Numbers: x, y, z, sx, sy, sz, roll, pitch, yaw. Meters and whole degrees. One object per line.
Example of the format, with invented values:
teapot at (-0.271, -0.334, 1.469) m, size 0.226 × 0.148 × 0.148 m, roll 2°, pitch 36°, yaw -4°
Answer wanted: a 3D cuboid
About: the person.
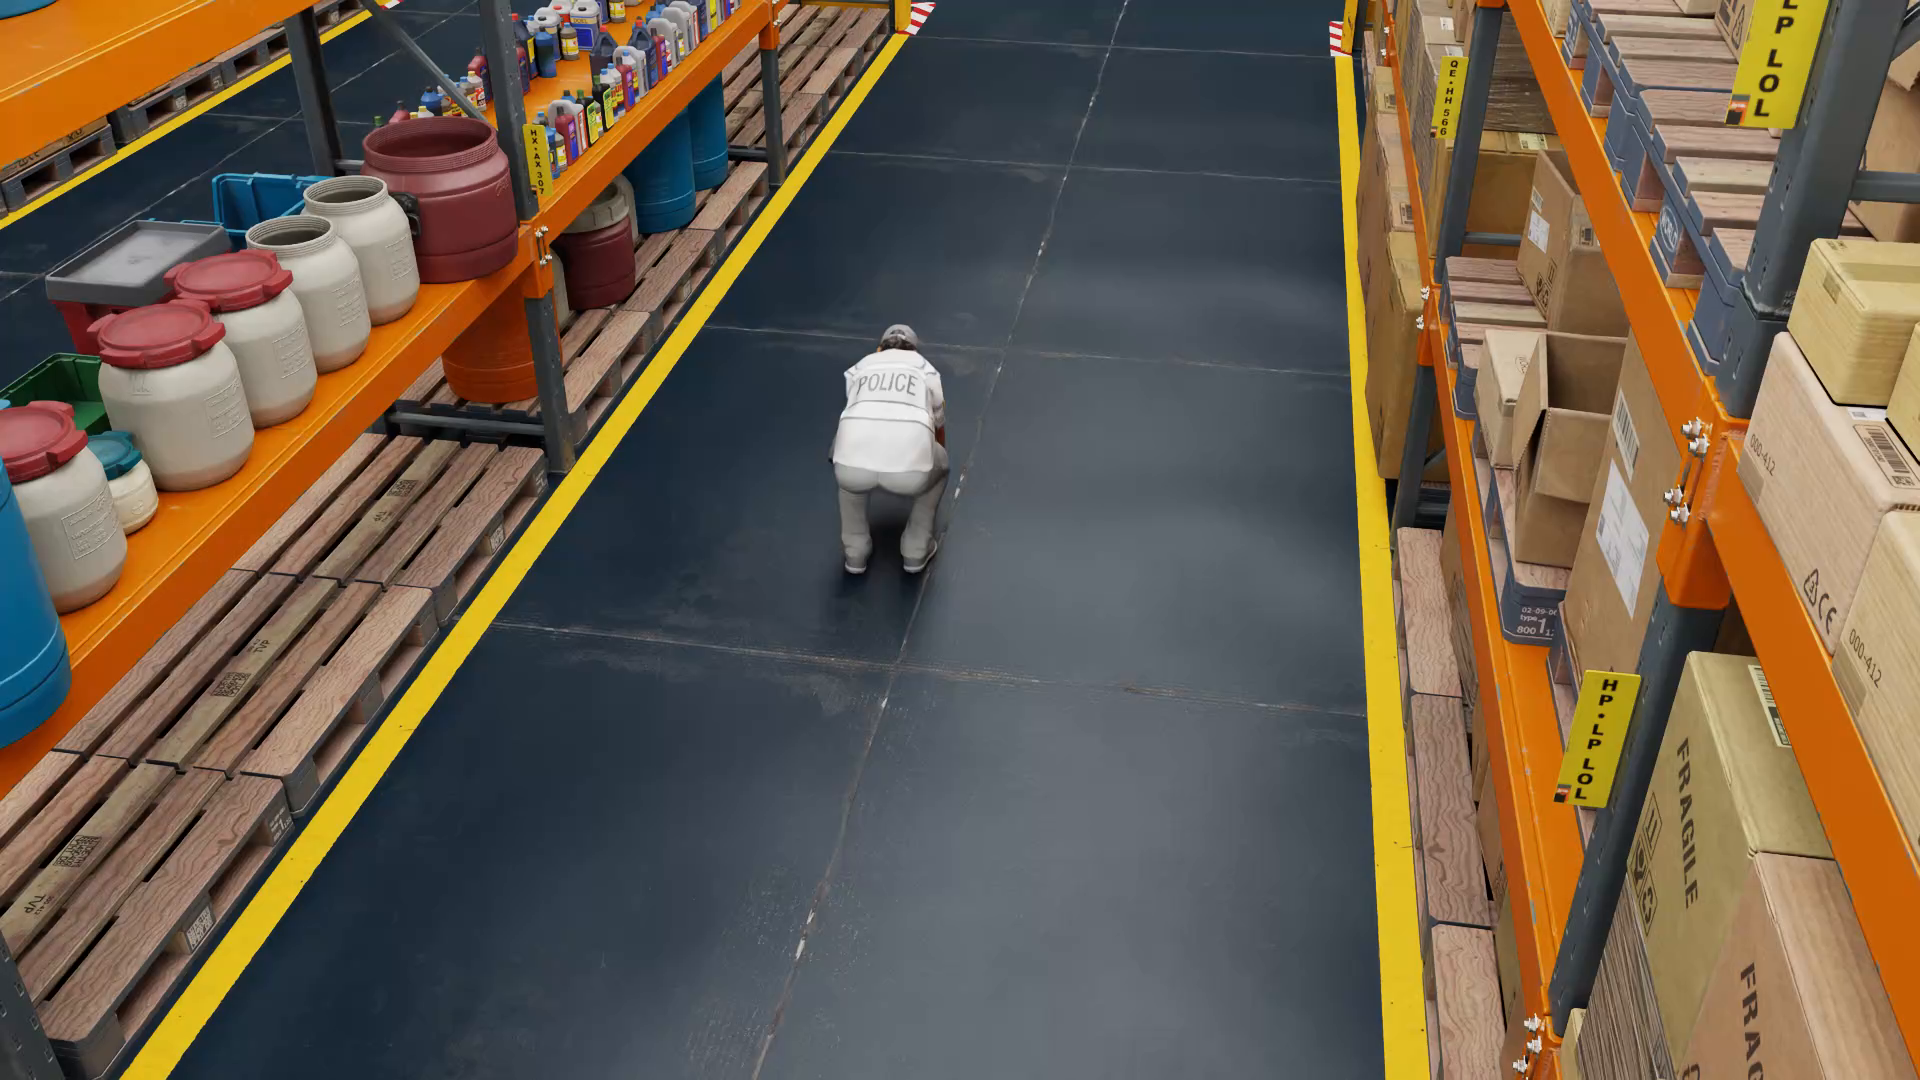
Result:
person at (-0.306, -0.369, 7.391) m, size 0.514 × 0.942 × 0.921 m, roll 4°, pitch 33°, yaw 6°
